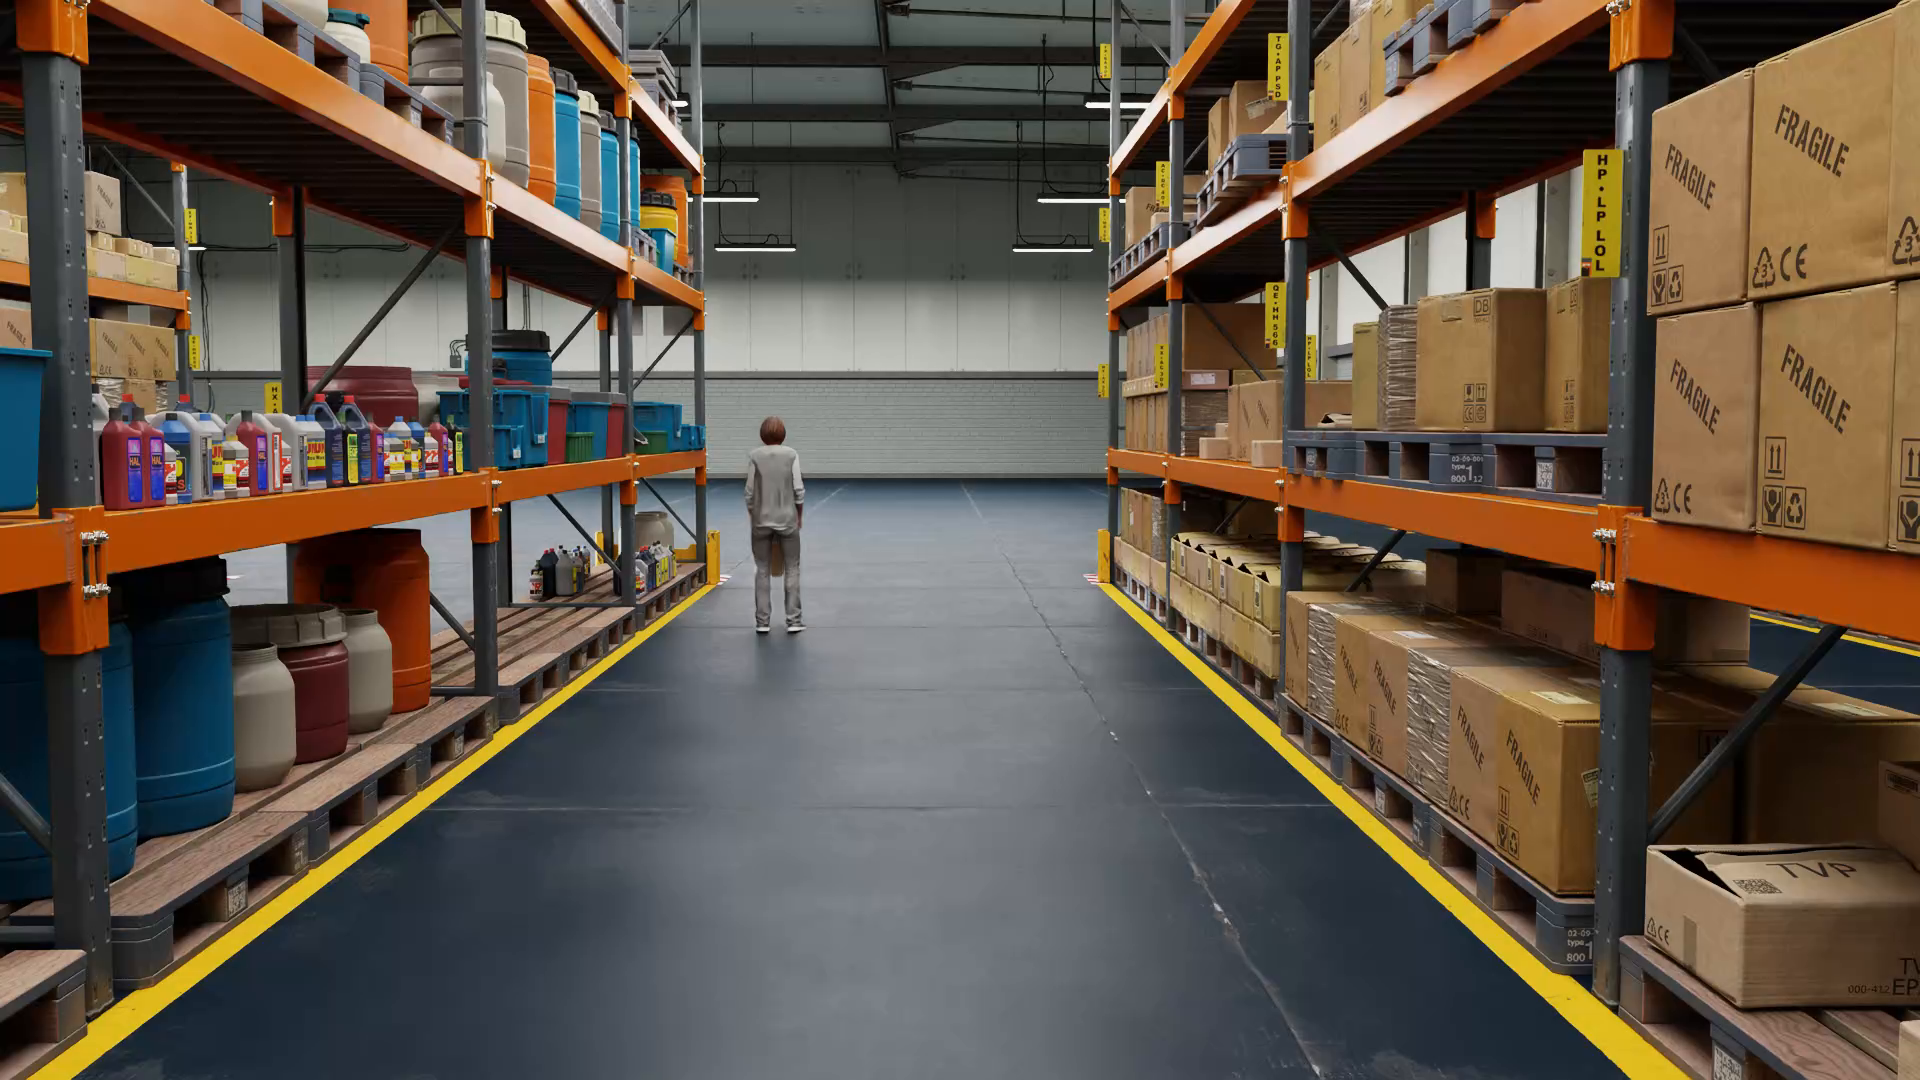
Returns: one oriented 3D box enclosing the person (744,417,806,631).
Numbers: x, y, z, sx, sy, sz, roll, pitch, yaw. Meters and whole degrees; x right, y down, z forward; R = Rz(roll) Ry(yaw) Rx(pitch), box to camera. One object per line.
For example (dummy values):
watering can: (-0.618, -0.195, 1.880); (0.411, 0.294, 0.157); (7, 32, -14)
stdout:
person: (-1.373, -0.114, 12.337); (0.450, 1.599, 0.336); (0, 4, -3)
